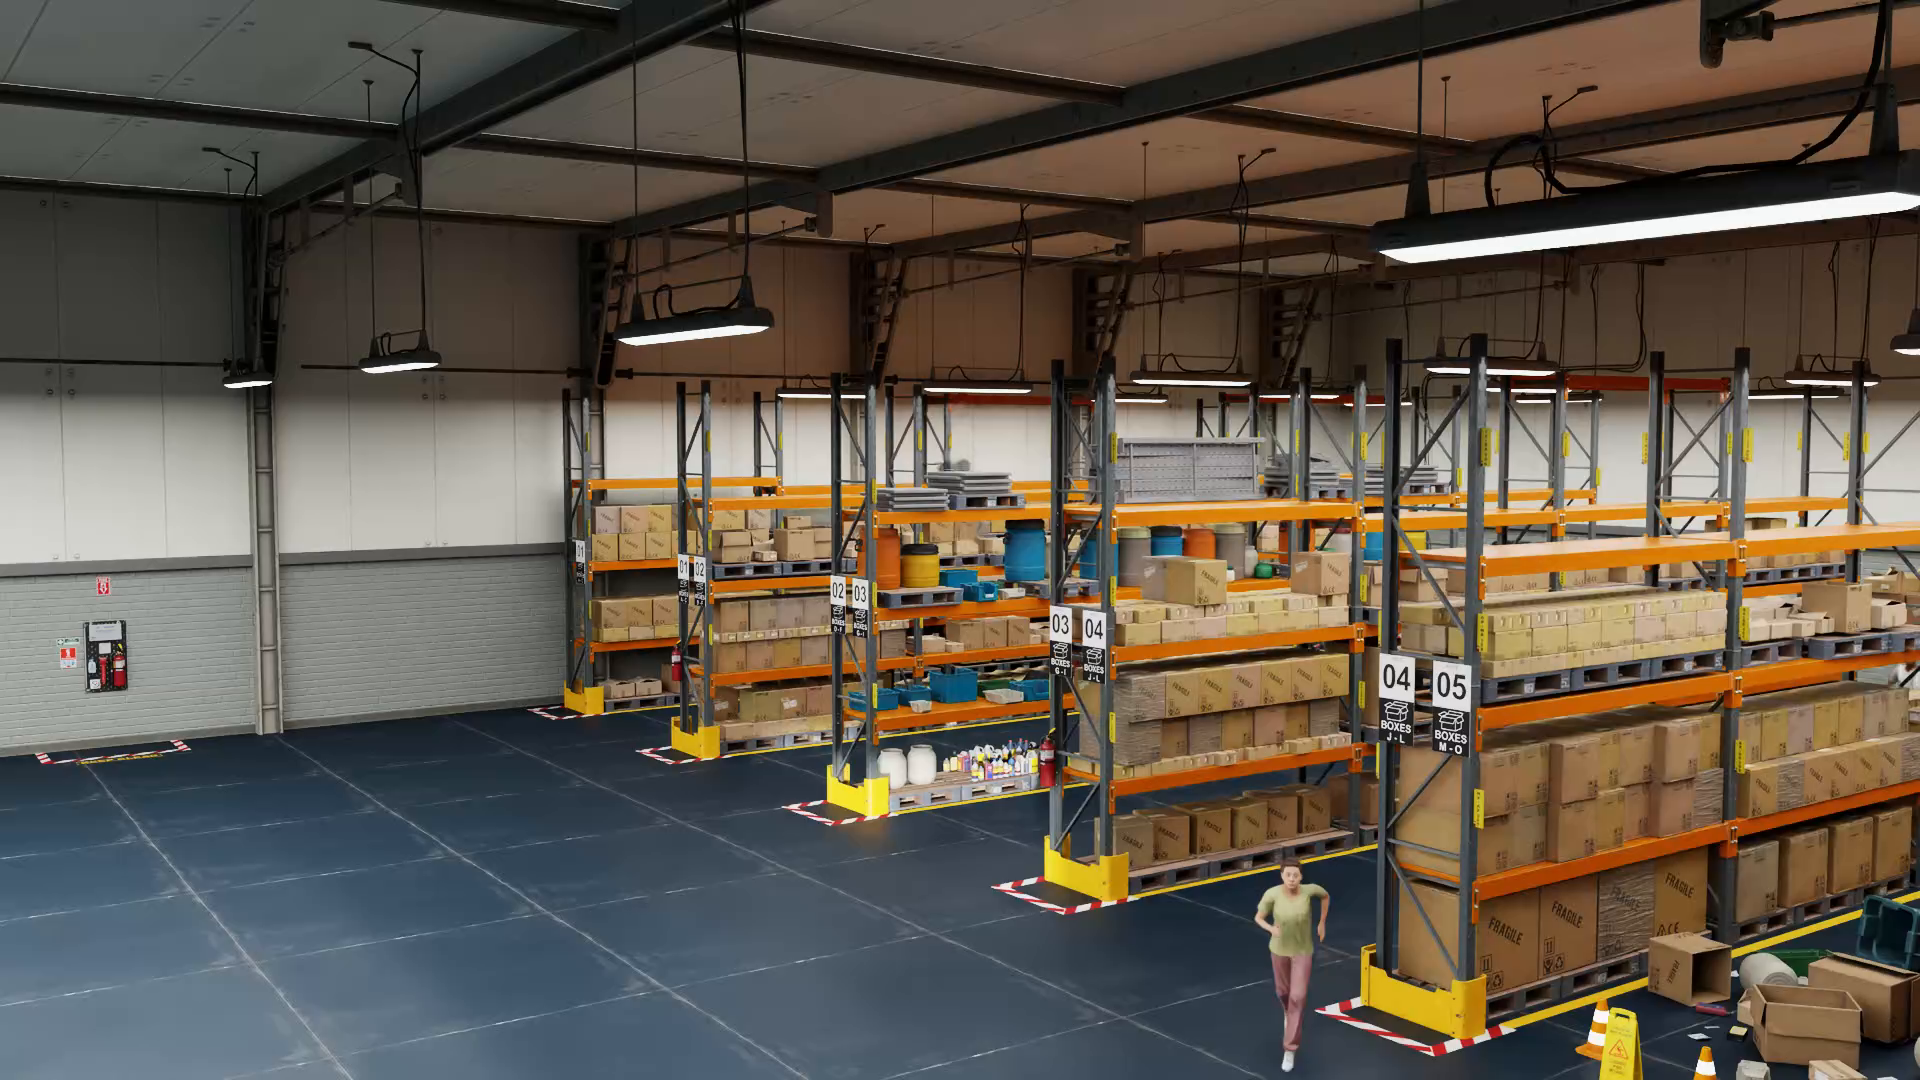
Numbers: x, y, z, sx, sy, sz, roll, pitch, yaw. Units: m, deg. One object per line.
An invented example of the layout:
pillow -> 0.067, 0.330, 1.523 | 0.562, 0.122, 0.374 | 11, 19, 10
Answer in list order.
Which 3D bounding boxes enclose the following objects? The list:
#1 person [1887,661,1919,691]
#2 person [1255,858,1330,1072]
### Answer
person -> 15.069, 2.595, 26.307 | 0.740, 1.751, 0.854 | 3, 5, 36
person -> 2.769, 3.456, 13.877 | 0.606, 1.694, 0.961 | 1, 4, 13
